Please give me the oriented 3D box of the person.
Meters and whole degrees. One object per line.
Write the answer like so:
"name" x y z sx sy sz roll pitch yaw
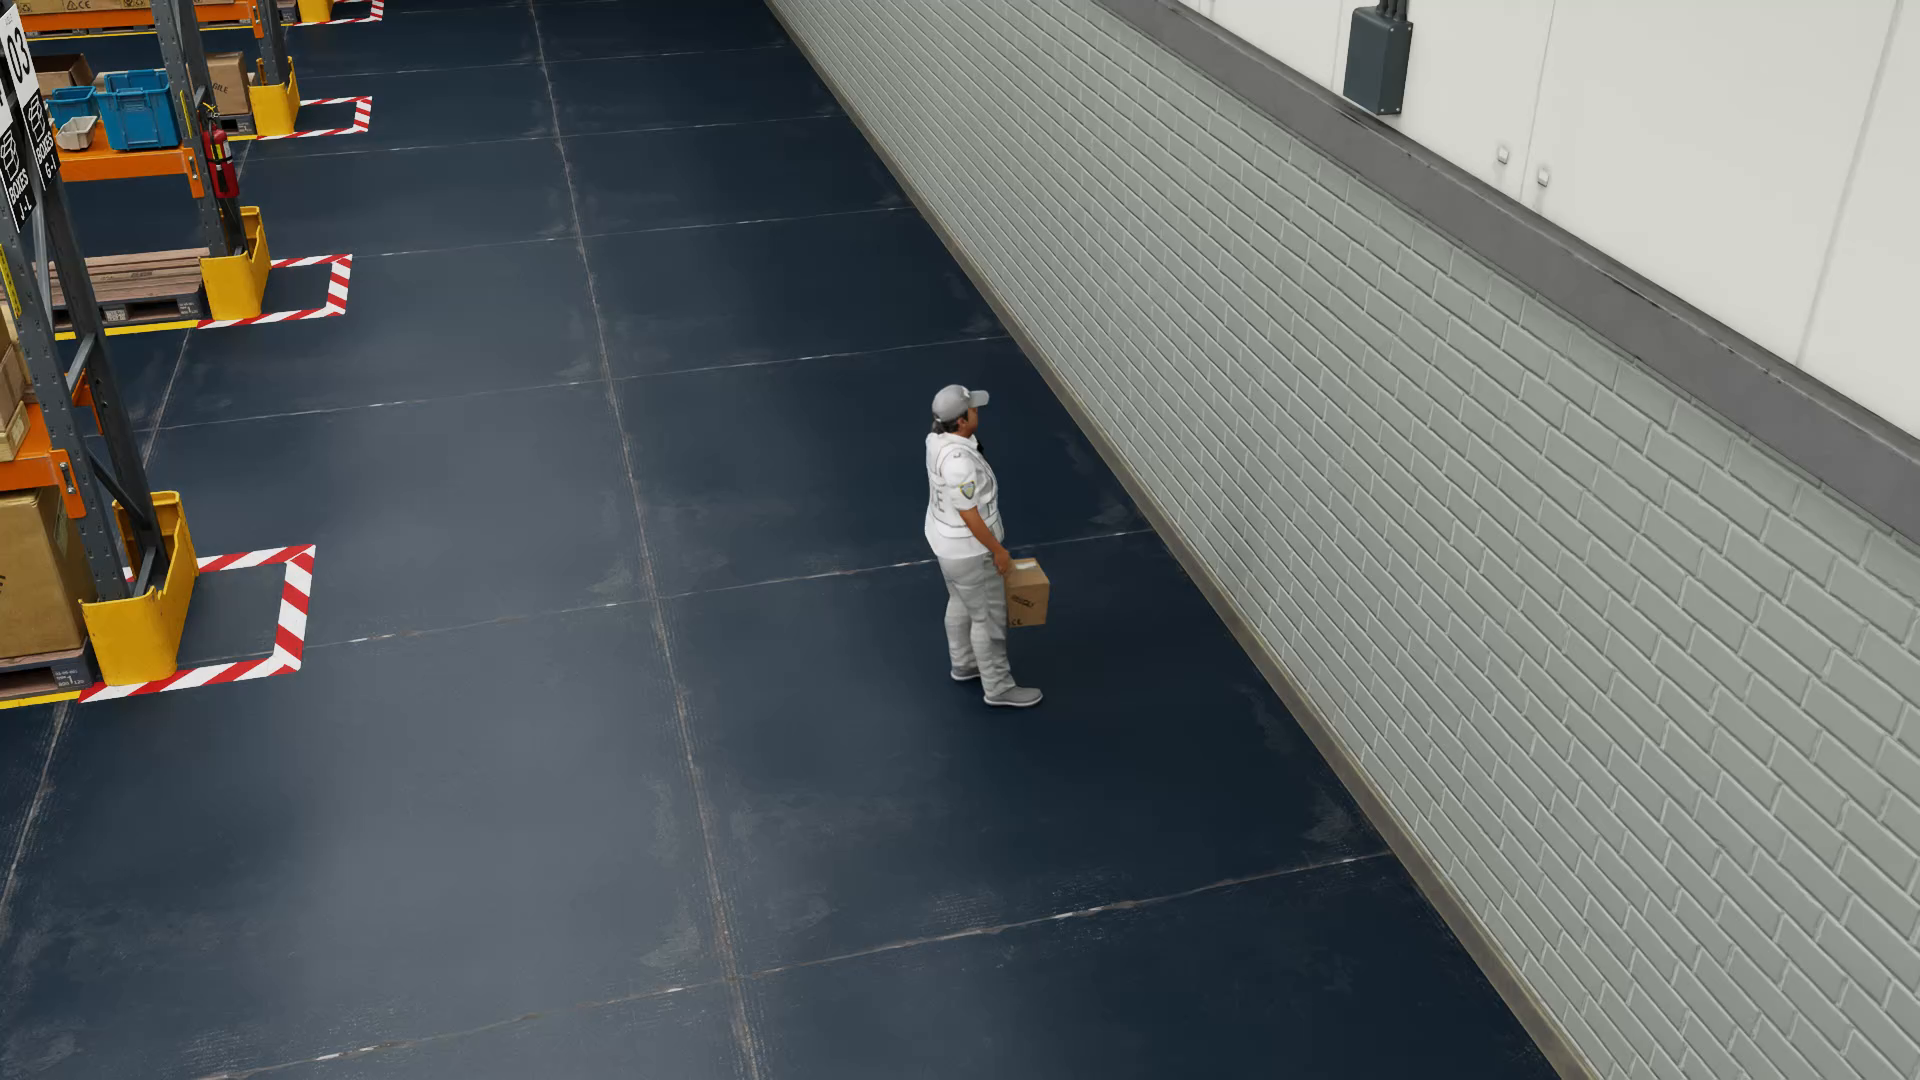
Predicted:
"person" 0.108 0.012 8.191 0.523 1.670 0.575 -8 31 -13
